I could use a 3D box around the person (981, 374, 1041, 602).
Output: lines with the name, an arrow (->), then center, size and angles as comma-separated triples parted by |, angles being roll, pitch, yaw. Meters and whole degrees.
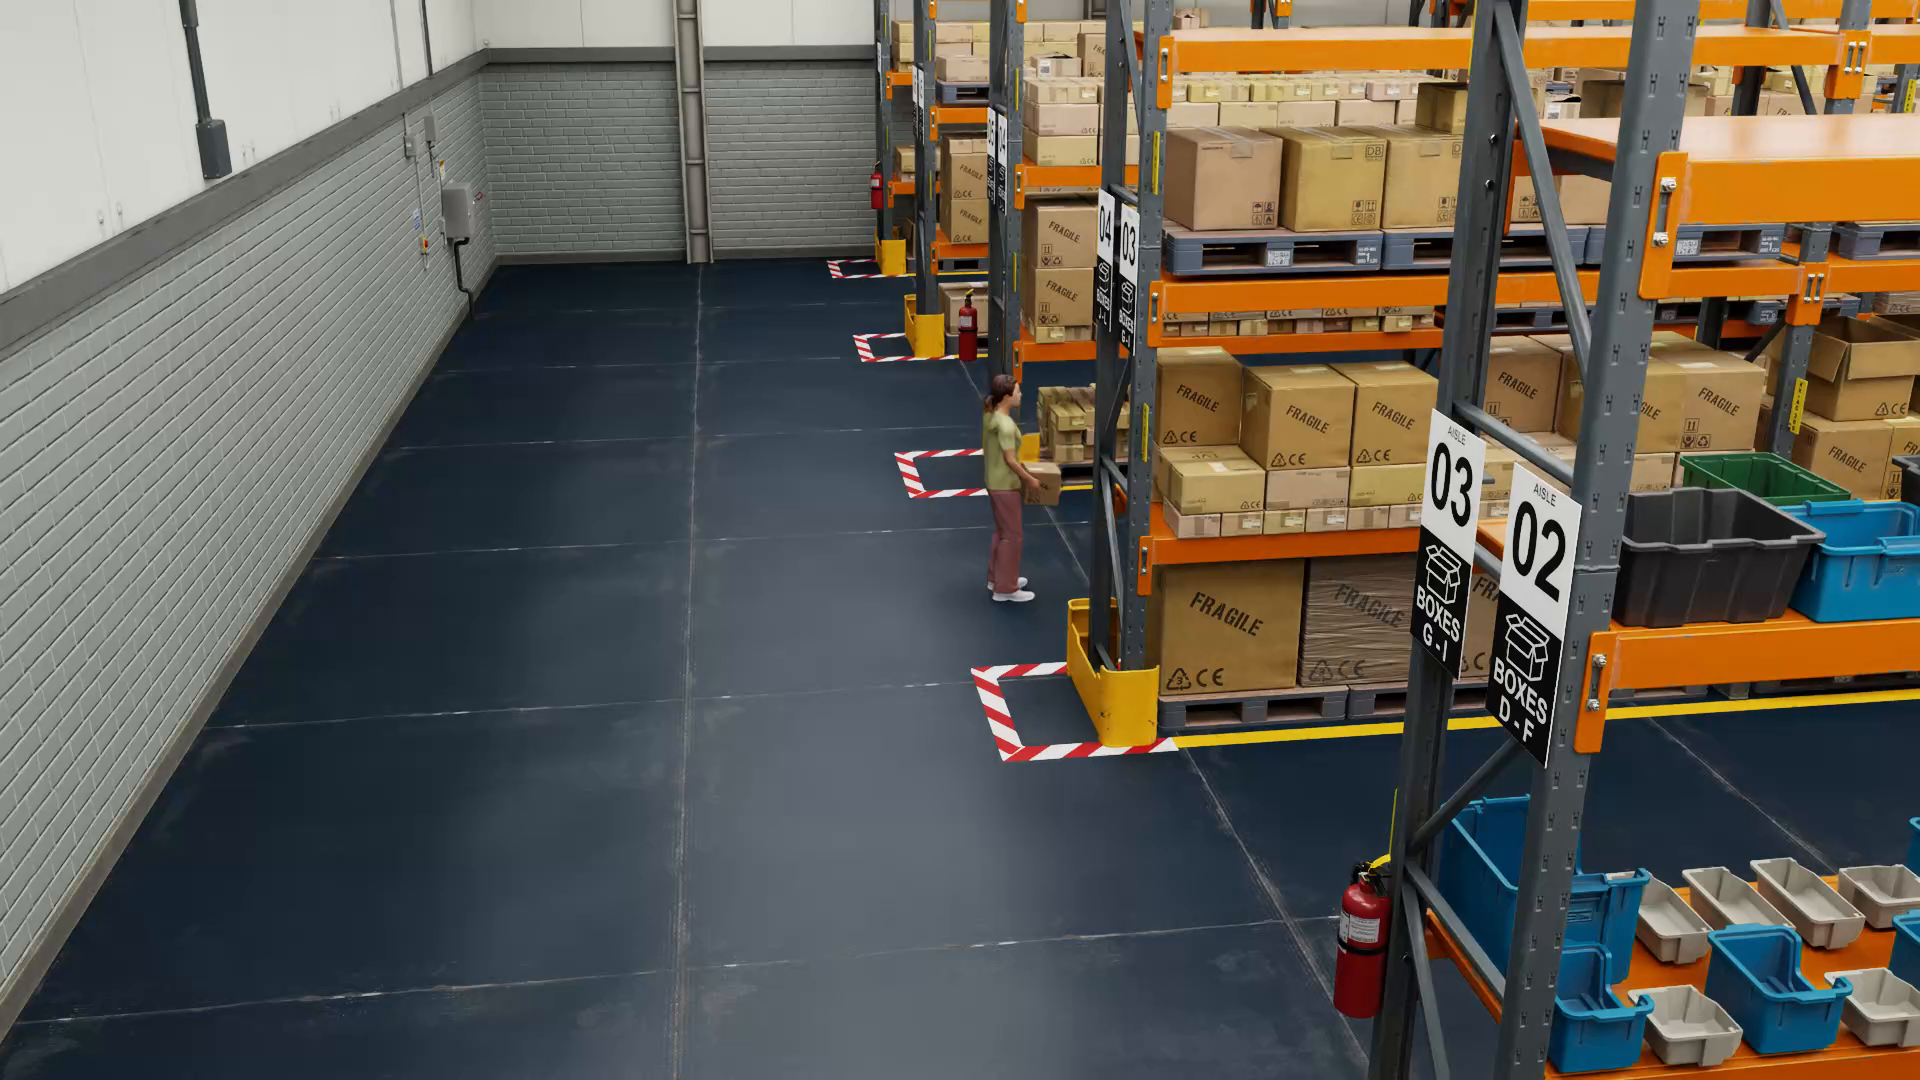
person -> 0.365, -0.394, 12.150 | 0.435, 1.675, 0.468 | -3, 20, -9
